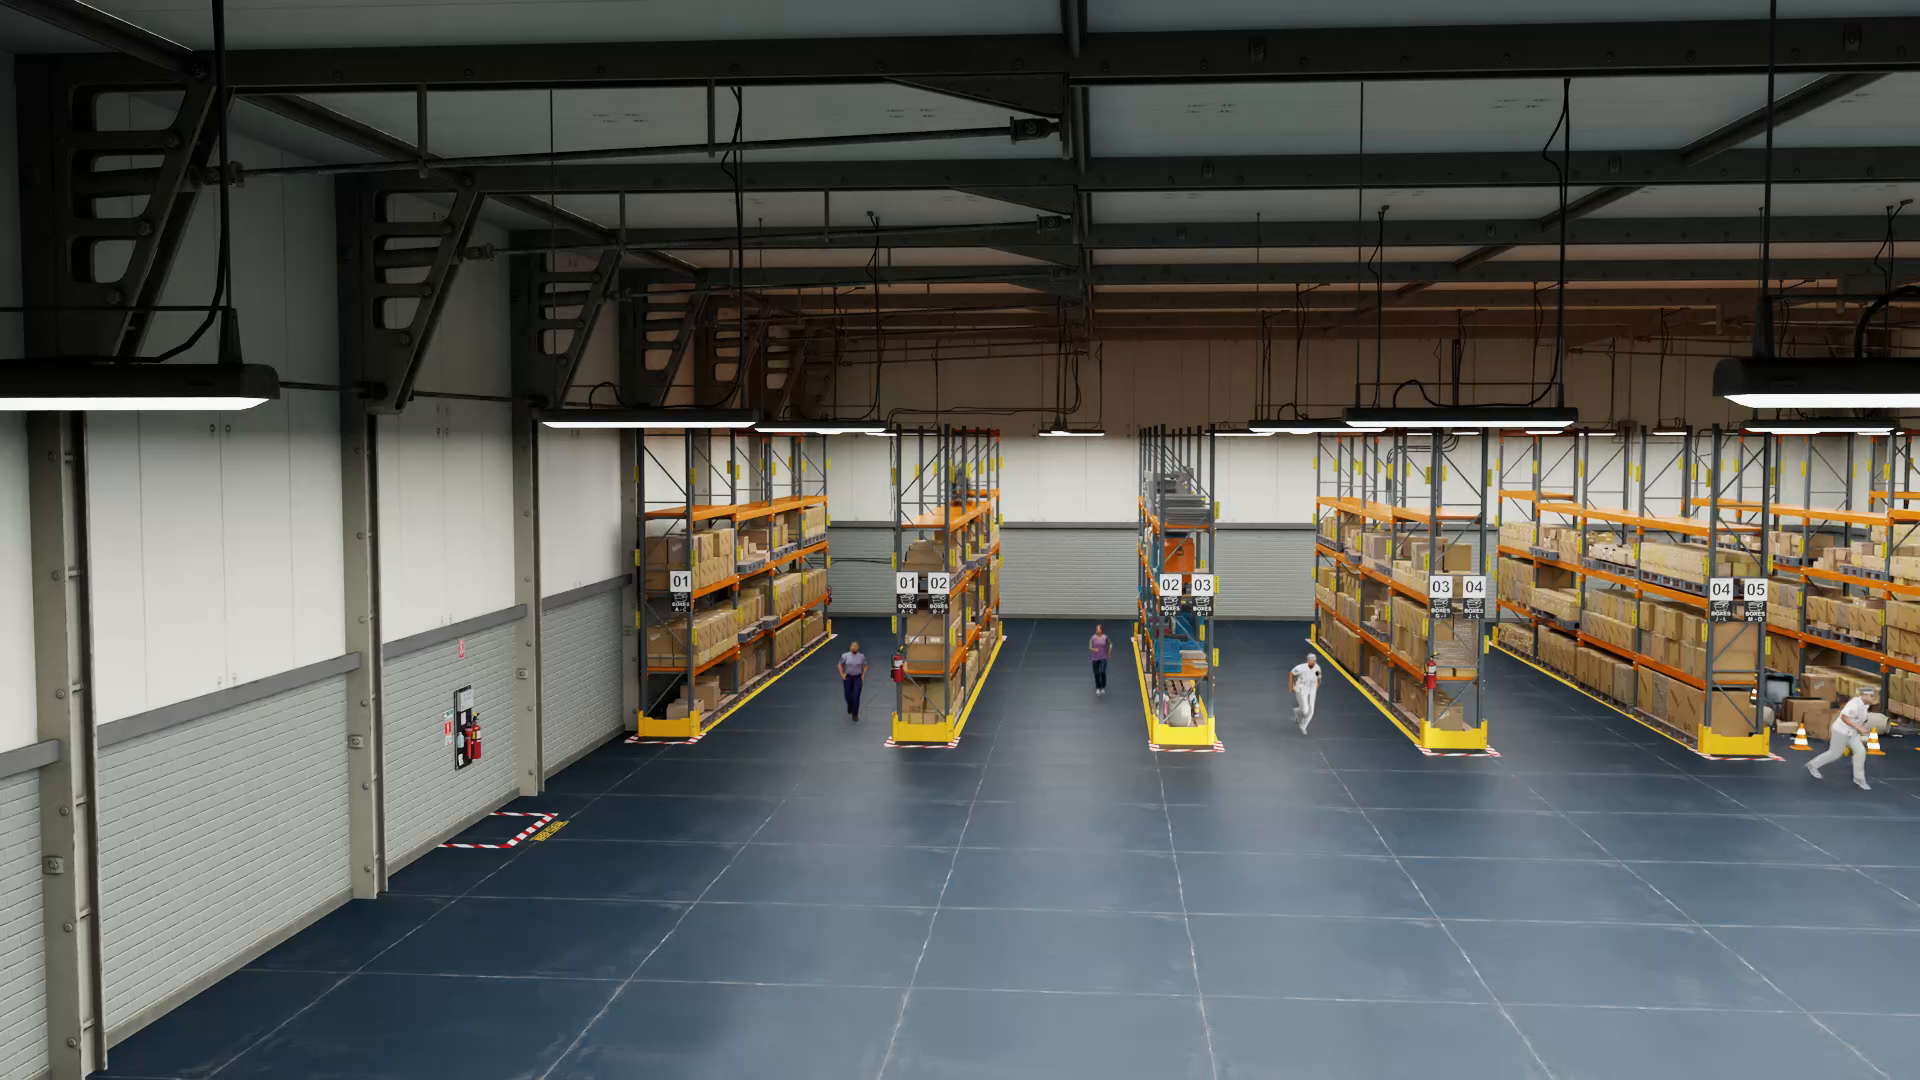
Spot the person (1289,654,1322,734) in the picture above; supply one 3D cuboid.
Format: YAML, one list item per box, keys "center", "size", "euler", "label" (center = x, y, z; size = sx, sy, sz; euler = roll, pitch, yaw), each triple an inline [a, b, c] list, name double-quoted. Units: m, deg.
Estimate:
- center: [6.723, 2.982, 32.295]
  size: [0.596, 1.598, 0.705]
  euler: [-1, 4, -19]
  label: "person"

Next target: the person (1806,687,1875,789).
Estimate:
- center: [14.585, 3.237, 27.539]
  size: [1.024, 1.720, 0.703]
  euler: [3, 5, 44]
  label: "person"

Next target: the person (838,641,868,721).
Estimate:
- center: [-2.176, 2.866, 33.923]
  size: [0.603, 1.617, 0.535]
  euler: [-1, 4, -9]
  label: "person"

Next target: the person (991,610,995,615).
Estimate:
- center: [0.779, 1.876, 48.809]
  size: [0.583, 1.736, 0.648]
  euler: [0, 4, 7]
  label: "person"

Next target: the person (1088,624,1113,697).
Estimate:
- center: [3.106, 2.676, 36.906]
  size: [0.508, 1.604, 0.667]
  euler: [1, 4, 12]
  label: "person"
